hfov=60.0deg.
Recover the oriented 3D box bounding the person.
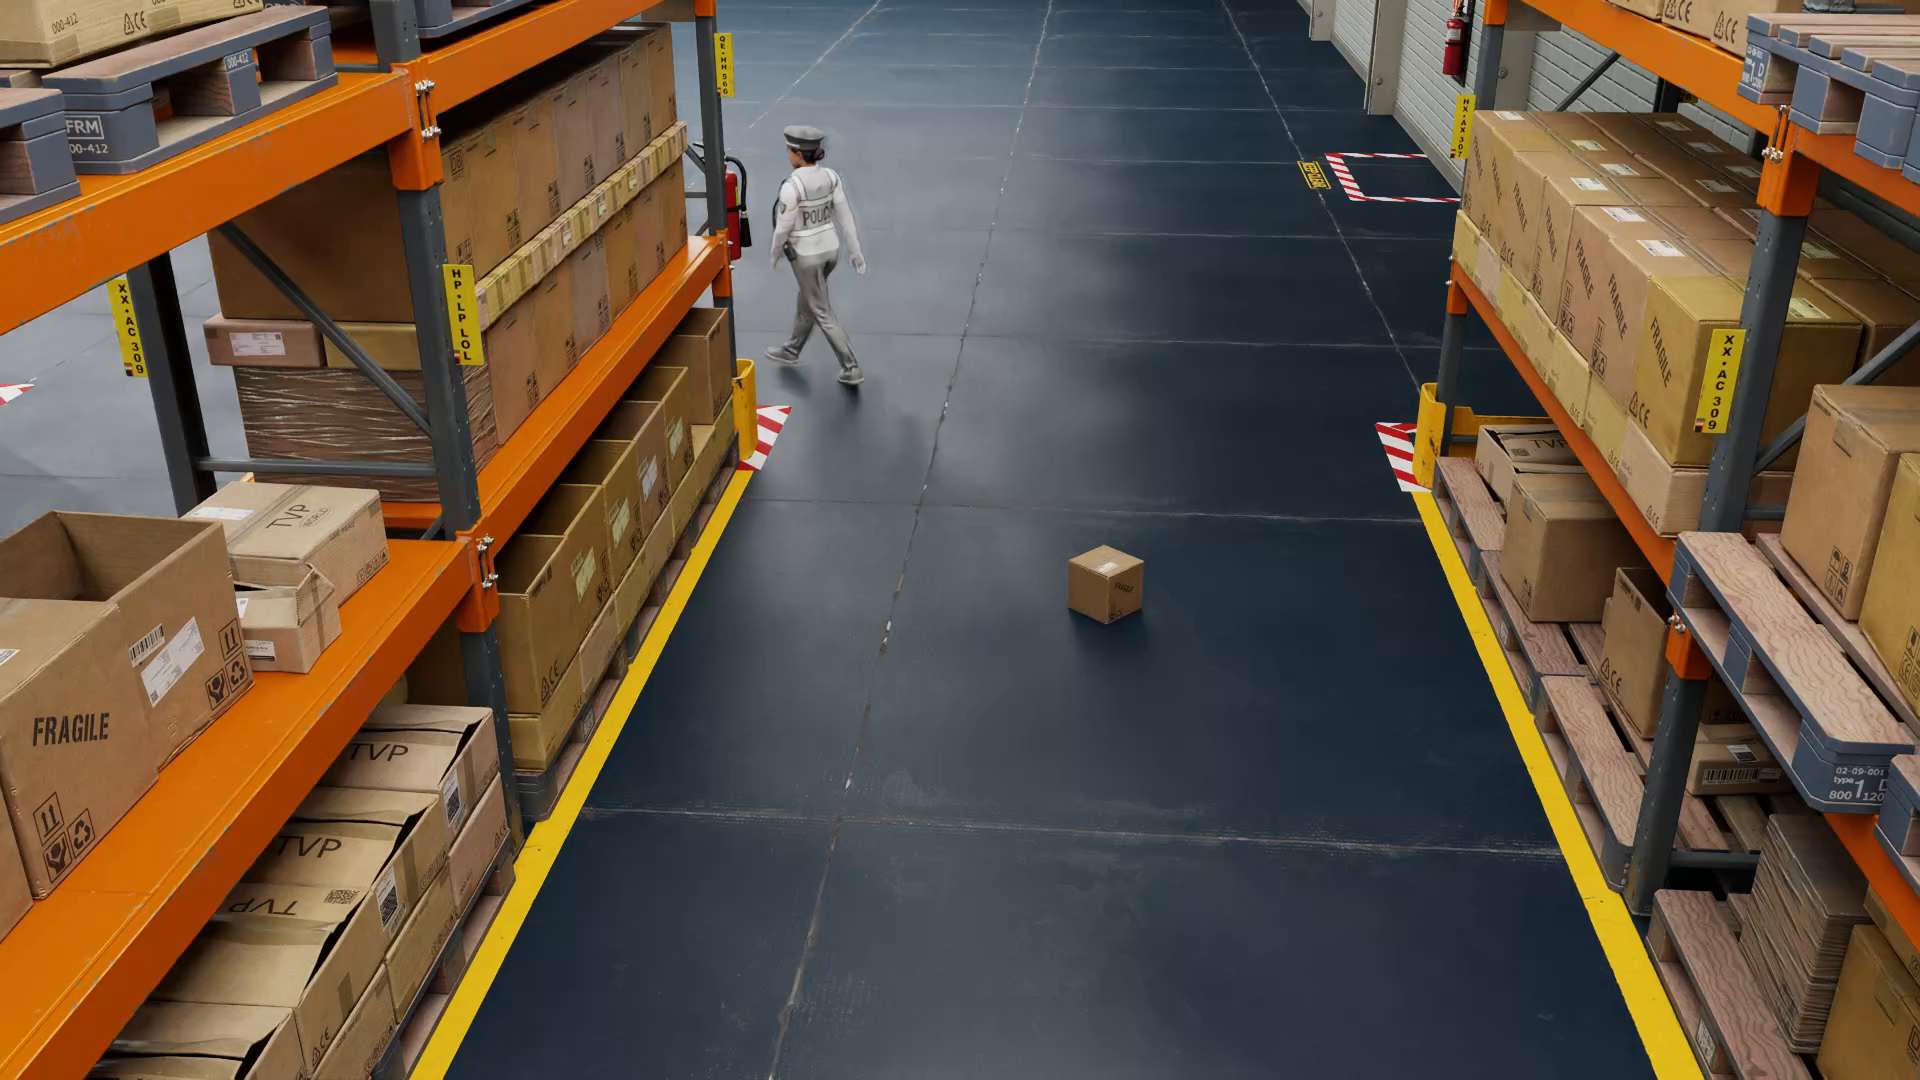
[{"bbox_3d":[-0.983,-1.818,10.539,0.909,1.615,0.556,18,30,34],"label":"person"}]
